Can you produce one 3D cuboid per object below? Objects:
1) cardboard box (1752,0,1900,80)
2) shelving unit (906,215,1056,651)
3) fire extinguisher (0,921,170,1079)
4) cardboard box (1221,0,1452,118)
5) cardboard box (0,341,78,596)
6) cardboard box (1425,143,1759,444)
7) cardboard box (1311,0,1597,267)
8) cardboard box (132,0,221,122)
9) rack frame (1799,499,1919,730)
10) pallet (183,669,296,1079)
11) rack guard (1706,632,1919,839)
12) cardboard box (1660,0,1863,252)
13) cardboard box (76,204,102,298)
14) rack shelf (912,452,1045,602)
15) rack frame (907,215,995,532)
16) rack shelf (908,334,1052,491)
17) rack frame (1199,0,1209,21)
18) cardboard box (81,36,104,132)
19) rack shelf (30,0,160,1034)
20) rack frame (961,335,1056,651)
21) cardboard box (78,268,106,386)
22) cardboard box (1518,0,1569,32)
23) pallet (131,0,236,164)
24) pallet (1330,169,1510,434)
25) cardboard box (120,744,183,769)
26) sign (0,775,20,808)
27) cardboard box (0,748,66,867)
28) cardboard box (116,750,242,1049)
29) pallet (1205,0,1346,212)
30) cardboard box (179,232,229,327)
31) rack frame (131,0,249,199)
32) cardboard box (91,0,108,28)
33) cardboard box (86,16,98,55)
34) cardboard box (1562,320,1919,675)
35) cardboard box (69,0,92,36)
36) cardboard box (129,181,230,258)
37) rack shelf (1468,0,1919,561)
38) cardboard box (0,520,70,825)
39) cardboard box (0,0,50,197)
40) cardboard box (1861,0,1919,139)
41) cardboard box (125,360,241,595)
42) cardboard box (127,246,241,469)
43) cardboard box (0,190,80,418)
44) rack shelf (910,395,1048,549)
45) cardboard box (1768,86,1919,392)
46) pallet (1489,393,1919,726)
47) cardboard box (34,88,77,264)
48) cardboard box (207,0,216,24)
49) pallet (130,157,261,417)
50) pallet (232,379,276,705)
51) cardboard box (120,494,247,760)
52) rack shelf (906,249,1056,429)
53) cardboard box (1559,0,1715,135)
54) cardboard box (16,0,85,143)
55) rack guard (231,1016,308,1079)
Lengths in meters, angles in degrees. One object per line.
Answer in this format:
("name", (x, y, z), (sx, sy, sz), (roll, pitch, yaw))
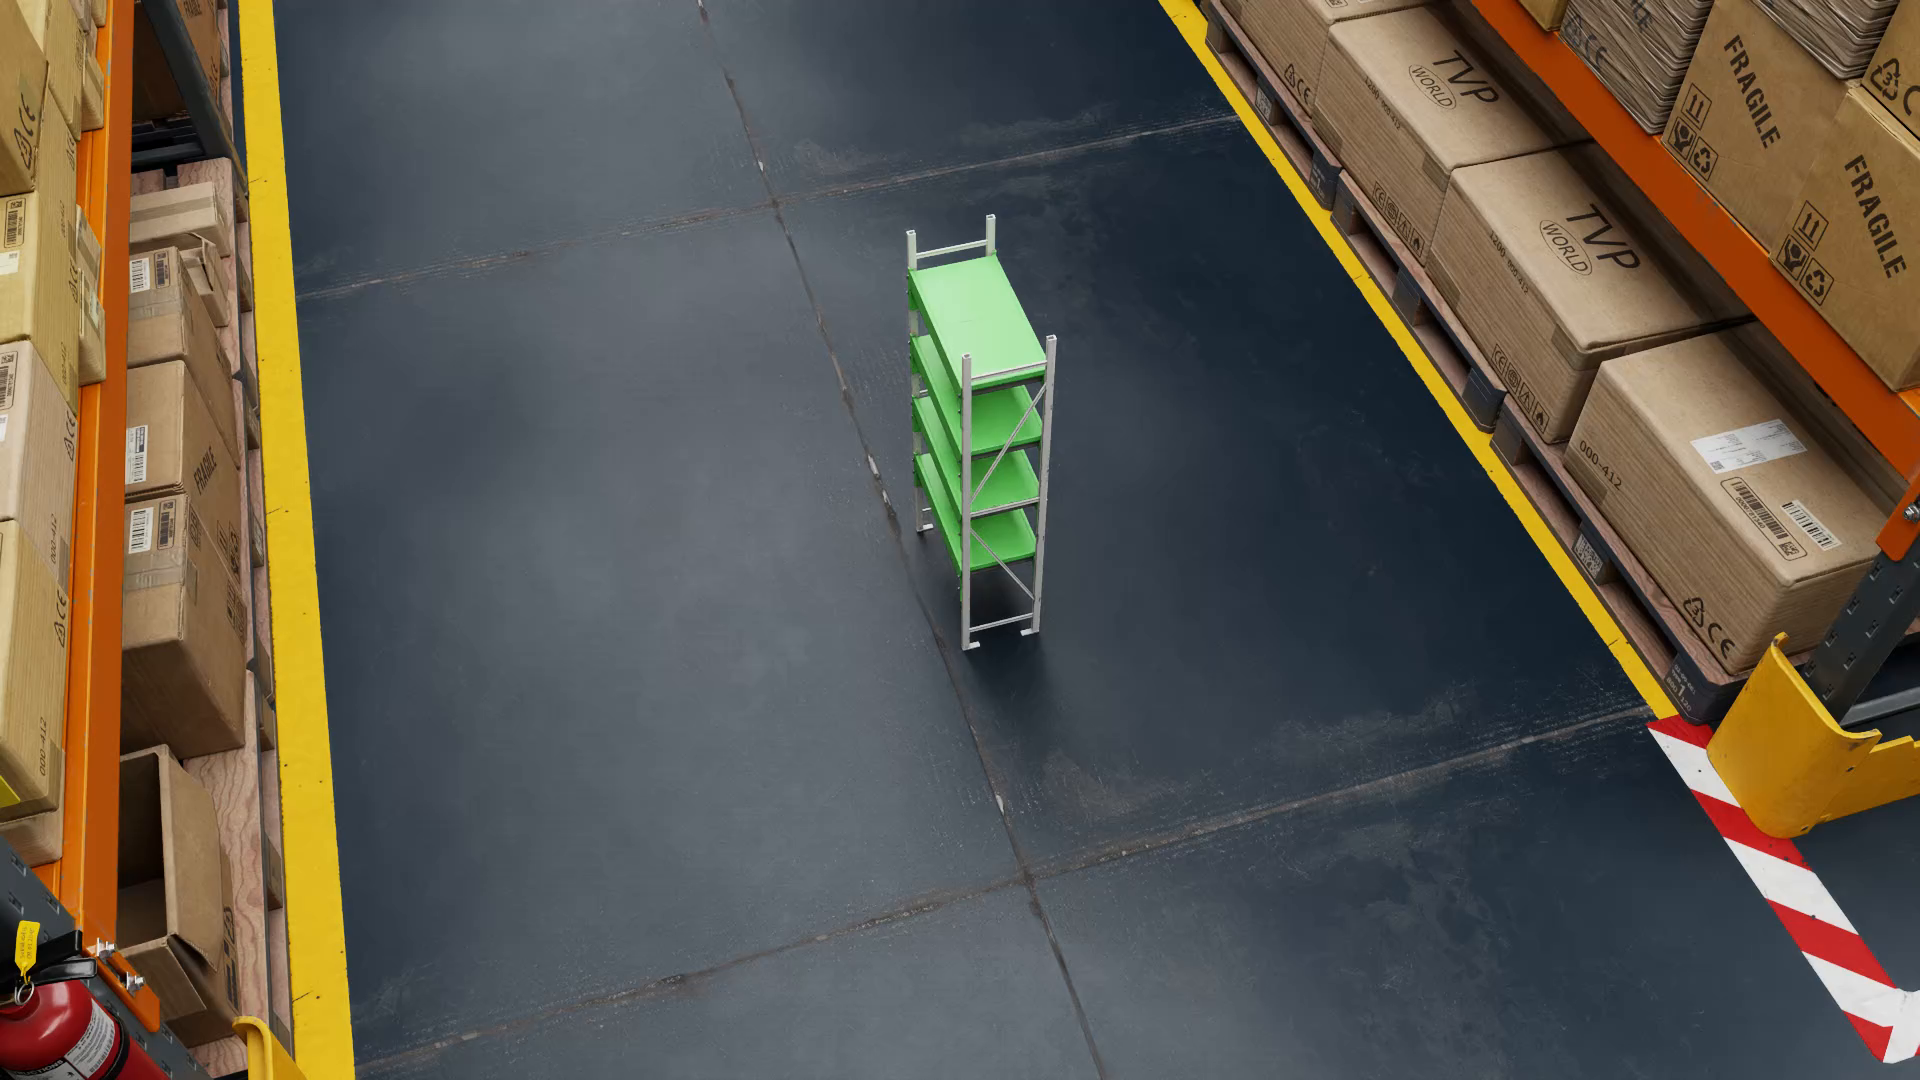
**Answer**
("cardboard box", (2.159, -1.437, 3.780), (0.500, 0.500, 0.500), (-13, 51, -11))
("shelving unit", (0.049, -0.266, 4.689), (0.258, 1.200, 0.503), (-13, 51, -11))
("fire extinguisher", (-1.544, 0.864, 2.854), (0.296, 0.674, 0.183), (-13, 51, -11))
("cardboard box", (1.611, -2.157, 6.508), (0.875, 0.438, 0.875), (-14, 51, -12))
("cardboard box", (-2.055, -0.092, 3.269), (0.500, 0.250, 0.500), (-13, 51, -11))
("cardboard box", (2.142, -0.845, 5.401), (0.875, 0.438, 0.875), (-12, 51, -10))
("cardboard box", (1.877, -1.504, 5.957), (0.875, 0.438, 0.875), (-15, 51, -12))
("cardboard box", (-3.140, -1.939, 6.283), (0.500, 0.500, 0.500), (-11, 51, -9))
("rack frame", (2.711, -0.409, 3.633), (1.000, 3.000, 0.127), (-13, 51, -11))
("pallet", (-2.289, 0.977, 4.288), (1.003, 0.211, 1.213), (-13, 51, -11))
("rack guard", (2.718, 0.414, 4.574), (1.175, 0.500, 0.348), (-13, 51, -11))
("cardboard box", (2.182, -1.104, 4.153), (0.500, 0.500, 0.500), (-14, 51, -12))
("cardboard box", (-2.295, -0.645, 3.996), (0.380, 0.149, 0.250), (-12, 51, -10))
("rack shelf", (0.049, -0.070, 4.922), (0.258, 0.148, 0.480), (-13, 51, -11))
("rack frame", (-0.023, -0.444, 4.840), (0.240, 1.200, 0.015), (-13, 51, -11))
("rack shelf", (0.049, -0.379, 4.555), (0.258, 0.148, 0.480), (-13, 51, -11))
("rack frame", (1.528, -3.331, 6.096), (1.000, 3.000, 0.127), (-13, 51, -11))
("cardboard box", (-2.525, -1.201, 4.465), (0.380, 0.149, 0.250), (-14, 51, -12))
("rack shelf", (-2.621, -0.513, 4.191), (1.077, 0.370, 4.000), (-13, 51, -11))
("rack frame", (0.121, -0.088, 4.539), (0.240, 1.200, 0.015), (-13, 51, -11))
("cardboard box", (-2.198, -0.457, 3.838), (0.380, 0.149, 0.250), (-15, 51, -12))
("cardboard box", (1.855, -1.851, 4.783), (0.500, 0.500, 0.500), (-12, 51, -10))
("pallet", (-3.489, -1.892, 6.707), (1.003, 0.211, 1.213), (-13, 51, -11))
("pallet", (2.043, -0.966, 5.926), (1.003, 0.211, 1.213), (-13, 51, -11))
("cardboard box", (-2.208, 0.712, 4.278), (0.380, 0.149, 0.250), (-15, 52, -12))
("sign", (-1.511, 0.314, 2.457), (0.100, 0.325, 0.005), (-13, 51, -11))
("cardboard box", (-1.864, 0.495, 3.035), (0.380, 0.149, 0.250), (-14, 51, -11))
("cardboard box", (-2.120, 0.917, 3.873), (0.797, 0.503, 0.637), (-15, 52, -12))
("pallet", (1.678, -1.859, 6.679), (1.003, 0.211, 1.213), (-13, 51, -11))
("cardboard box", (-2.661, -0.858, 5.525), (0.396, 0.266, 0.258), (-12, 51, -10))
("rack frame", (-3.212, -2.206, 5.147), (1.000, 3.000, 0.127), (-13, 51, -11))
("cardboard box", (-2.679, -1.579, 4.784), (0.380, 0.149, 0.250), (-12, 51, -10))
("cardboard box", (-2.627, -1.381, 4.617), (0.380, 0.149, 0.250), (-12, 51, -10))
("cardboard box", (2.420, -0.178, 4.839), (0.875, 0.438, 0.875), (-15, 51, -12))
("cardboard box", (-2.666, -1.574, 4.518), (0.500, 0.250, 0.500), (-13, 51, -11))
("cardboard box", (-2.767, -1.081, 5.790), (0.380, 0.149, 0.250), (-15, 51, -12))
("rack shelf", (2.120, -1.638, 5.139), (1.077, 0.370, 4.000), (-13, 51, -11))
("cardboard box", (-1.906, 0.276, 2.959), (0.500, 0.250, 0.500), (-13, 51, -11))
("cardboard box", (-2.350, -1.061, 3.596), (0.500, 0.500, 0.500), (-12, 51, -10))
("cardboard box", (2.341, -1.062, 3.464), (0.500, 0.500, 0.500), (-12, 51, -10))
("cardboard box", (-2.396, -0.124, 4.753), (0.500, 0.500, 0.500), (-12, 51, -10))
("cardboard box", (-2.642, -0.473, 5.047), (0.700, 0.500, 0.500), (-15, 52, -12))
("cardboard box", (-2.209, -0.462, 3.581), (0.500, 0.250, 0.500), (-14, 51, -12))
("rack shelf", (0.049, -0.225, 4.738), (0.258, 0.148, 0.480), (-13, 51, -11))
("cardboard box", (2.316, -0.734, 3.841), (0.500, 0.500, 0.500), (-13, 51, -11))
("pallet", (2.400, -0.077, 5.177), (1.003, 0.211, 1.213), (-13, 51, -11))
("cardboard box", (-2.380, -0.830, 3.892), (0.500, 0.250, 0.500), (-15, 51, -12))
("cardboard box", (-3.307, -2.326, 6.609), (0.500, 0.500, 0.500), (-14, 51, -11))
("pallet", (-3.010, -0.805, 5.791), (1.003, 0.211, 1.213), (-13, 51, -11))
("pallet", (-2.646, 0.088, 5.038), (1.003, 0.211, 1.213), (-13, 51, -11))
("cardboard box", (-2.335, 0.285, 4.408), (0.700, 0.500, 0.500), (-11, 51, -9))
("rack shelf", (0.049, -0.534, 4.371), (0.258, 0.148, 0.480), (-13, 51, -11))
("cardboard box", (2.020, -1.477, 4.468), (0.500, 0.500, 0.500), (-12, 51, -10))
("cardboard box", (-2.531, -1.206, 4.209), (0.500, 0.250, 0.500), (-14, 51, -11))
("rack guard", (-2.052, 1.466, 3.687), (1.175, 0.500, 0.348), (-13, 51, -11))
